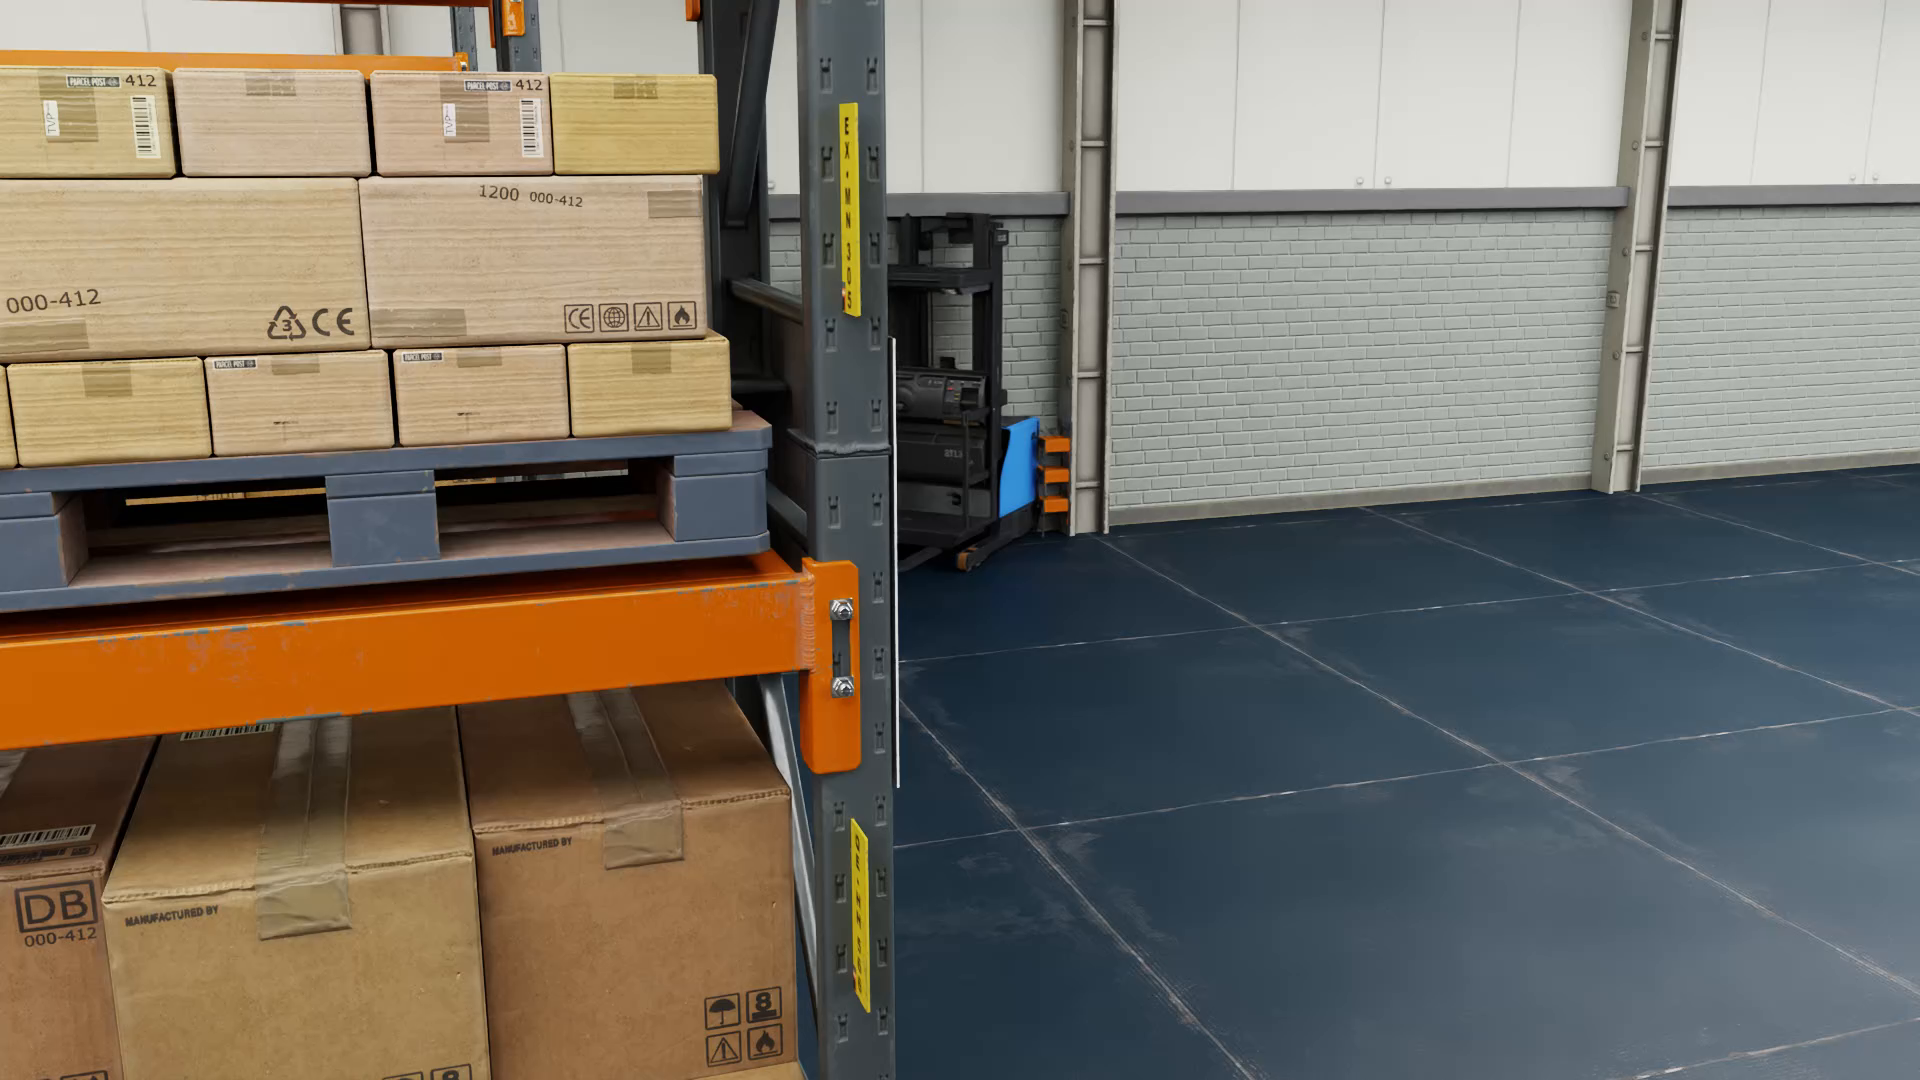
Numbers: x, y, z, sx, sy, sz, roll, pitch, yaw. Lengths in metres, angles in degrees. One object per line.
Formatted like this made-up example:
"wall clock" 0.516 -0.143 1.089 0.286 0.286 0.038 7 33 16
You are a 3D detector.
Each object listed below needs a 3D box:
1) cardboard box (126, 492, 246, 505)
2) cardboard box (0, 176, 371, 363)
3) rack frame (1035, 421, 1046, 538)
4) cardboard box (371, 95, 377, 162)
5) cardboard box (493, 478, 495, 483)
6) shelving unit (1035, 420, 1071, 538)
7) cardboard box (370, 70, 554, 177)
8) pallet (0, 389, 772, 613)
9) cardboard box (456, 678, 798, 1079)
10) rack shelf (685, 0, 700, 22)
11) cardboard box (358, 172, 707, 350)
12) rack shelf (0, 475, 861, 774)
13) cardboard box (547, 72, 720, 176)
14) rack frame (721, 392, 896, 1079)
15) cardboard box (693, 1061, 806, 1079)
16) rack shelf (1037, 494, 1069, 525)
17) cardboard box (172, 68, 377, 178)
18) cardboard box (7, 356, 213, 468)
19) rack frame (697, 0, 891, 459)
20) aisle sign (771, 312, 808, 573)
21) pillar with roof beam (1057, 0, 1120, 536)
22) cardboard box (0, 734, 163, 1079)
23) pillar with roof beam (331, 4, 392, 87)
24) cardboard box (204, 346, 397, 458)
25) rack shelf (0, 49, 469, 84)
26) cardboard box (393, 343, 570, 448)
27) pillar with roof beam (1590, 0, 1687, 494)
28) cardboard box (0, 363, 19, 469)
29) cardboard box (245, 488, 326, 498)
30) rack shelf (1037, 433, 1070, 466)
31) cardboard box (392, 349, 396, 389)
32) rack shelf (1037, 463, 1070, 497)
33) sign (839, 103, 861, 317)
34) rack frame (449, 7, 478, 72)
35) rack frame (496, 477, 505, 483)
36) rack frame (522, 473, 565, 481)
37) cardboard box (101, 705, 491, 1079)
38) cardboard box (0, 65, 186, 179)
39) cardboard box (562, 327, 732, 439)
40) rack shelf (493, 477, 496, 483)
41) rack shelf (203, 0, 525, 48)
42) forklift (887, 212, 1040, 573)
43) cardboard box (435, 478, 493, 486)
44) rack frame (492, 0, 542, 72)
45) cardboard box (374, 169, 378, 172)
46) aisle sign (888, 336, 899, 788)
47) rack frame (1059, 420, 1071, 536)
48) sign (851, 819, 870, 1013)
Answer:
"cardboard box" -3.356 -0.364 7.172 0.500 0.500 0.700 -5 14 -19
"cardboard box" -1.183 -0.437 2.575 0.500 0.250 0.500 -4 14 -18
"rack frame" 0.734 -0.551 15.183 0.008 1.050 0.200 -5 15 -19
"cardboard box" -1.232 -0.773 3.126 0.250 0.149 0.380 -5 14 -19
"cardboard box" -2.546 -0.085 8.159 0.500 0.500 0.500 -5 14 -19
"shelving unit" 0.849 -0.560 15.222 0.252 1.050 0.215 -5 15 -19
"cardboard box" -0.782 -0.648 2.599 0.250 0.149 0.380 -4 14 -18
"pallet" -1.034 -0.147 2.987 1.213 0.211 1.003 -4 14 -18
"cardboard box" -0.698 0.633 3.342 0.550 0.550 0.875 -4 14 -18
"rack shelf" -2.230 -1.014 2.378 4.000 0.370 1.077 -4 14 -18
"cardboard box" -0.709 -0.474 2.730 0.500 0.250 0.500 -4 14 -17
"rack shelf" -2.230 0.251 2.679 4.000 0.370 1.077 -4 14 -18
"cardboard box" -0.545 -0.666 2.676 0.250 0.149 0.380 -4 14 -18
"rack frame" -0.334 1.212 3.564 0.127 3.000 1.000 -4 14 -18
"cardboard box" -0.671 1.177 3.389 0.550 0.550 0.875 -4 14 -18
"rack shelf" 0.847 -0.281 15.295 0.240 0.259 0.215 -5 15 -19
"cardboard box" -1.025 -0.629 2.520 0.250 0.149 0.380 -4 14 -17
"cardboard box" -1.263 -0.223 2.534 0.250 0.149 0.380 -4 14 -18
"rack frame" -0.334 -1.706 2.869 0.127 3.000 1.000 -4 14 -18
"aisle sign" -0.363 -0.123 3.561 0.004 0.787 0.394 -4 14 -18
"pillar with roof beam" 2.517 -3.518 10.485 0.400 9.000 9.100 -4 14 -18
"cardboard box" -1.764 0.705 3.038 0.550 0.550 0.875 -4 14 -18
"pillar with roof beam" -3.170 -3.075 8.623 0.400 9.000 9.100 -4 14 -18
"cardboard box" -1.023 -0.241 2.612 0.250 0.149 0.380 -4 14 -17
"rack shelf" -5.491 -3.181 11.487 4.000 0.370 1.077 -4 14 -18
"cardboard box" -0.780 -0.260 2.692 0.250 0.149 0.380 -4 14 -18
"pillar with roof beam" 8.204 -3.960 12.347 0.400 9.000 9.100 -4 14 -18
"cardboard box" -1.506 -0.204 2.454 0.250 0.149 0.380 -5 14 -19
"cardboard box" -2.905 -0.424 7.425 0.500 0.500 0.700 -4 14 -18
"rack shelf" 0.851 -0.825 15.153 0.240 0.259 0.215 -5 15 -19
"cardboard box" -1.003 -0.404 3.295 0.250 0.149 0.380 -4 14 -18
"rack shelf" 0.849 -0.550 15.225 0.240 0.259 0.215 -5 15 -19
"sign" -0.174 -0.519 2.618 0.005 0.325 0.100 -4 14 -18
"rack frame" -3.595 -3.873 11.978 0.127 3.000 1.000 -4 14 -18
"rack frame" -3.595 -0.954 12.672 0.127 3.000 1.000 -4 14 -18
"rack frame" -2.009 0.134 8.096 0.127 3.000 1.000 -4 14 -18
"cardboard box" -1.190 0.694 3.086 0.550 0.550 0.875 -4 14 -18
"cardboard box" -1.270 -0.610 2.438 0.250 0.149 0.380 -4 14 -17
"cardboard box" -0.541 -0.279 2.770 0.250 0.149 0.380 -4 14 -18
"rack shelf" -5.491 -0.457 12.135 4.000 0.370 1.077 -4 14 -18
"rack shelf" -3.904 -2.285 6.865 4.000 0.370 1.077 -4 14 -18
"forklift" -0.296 -1.272 14.157 1.130 2.935 3.031 6 15 23
"cardboard box" -2.423 -0.460 7.575 0.500 0.500 0.700 -5 14 -19
"rack frame" -2.009 -2.784 7.402 0.127 3.000 1.000 -4 14 -18
"cardboard box" -0.873 -0.592 3.226 0.500 0.250 0.500 -4 14 -18
"aisle sign" -0.171 0.008 3.008 0.004 0.787 0.394 -4 14 -18
"rack frame" 0.964 -0.570 15.261 0.008 1.050 0.200 -5 15 -19
"sign" -0.174 0.654 2.898 0.005 0.325 0.100 -4 14 -18
